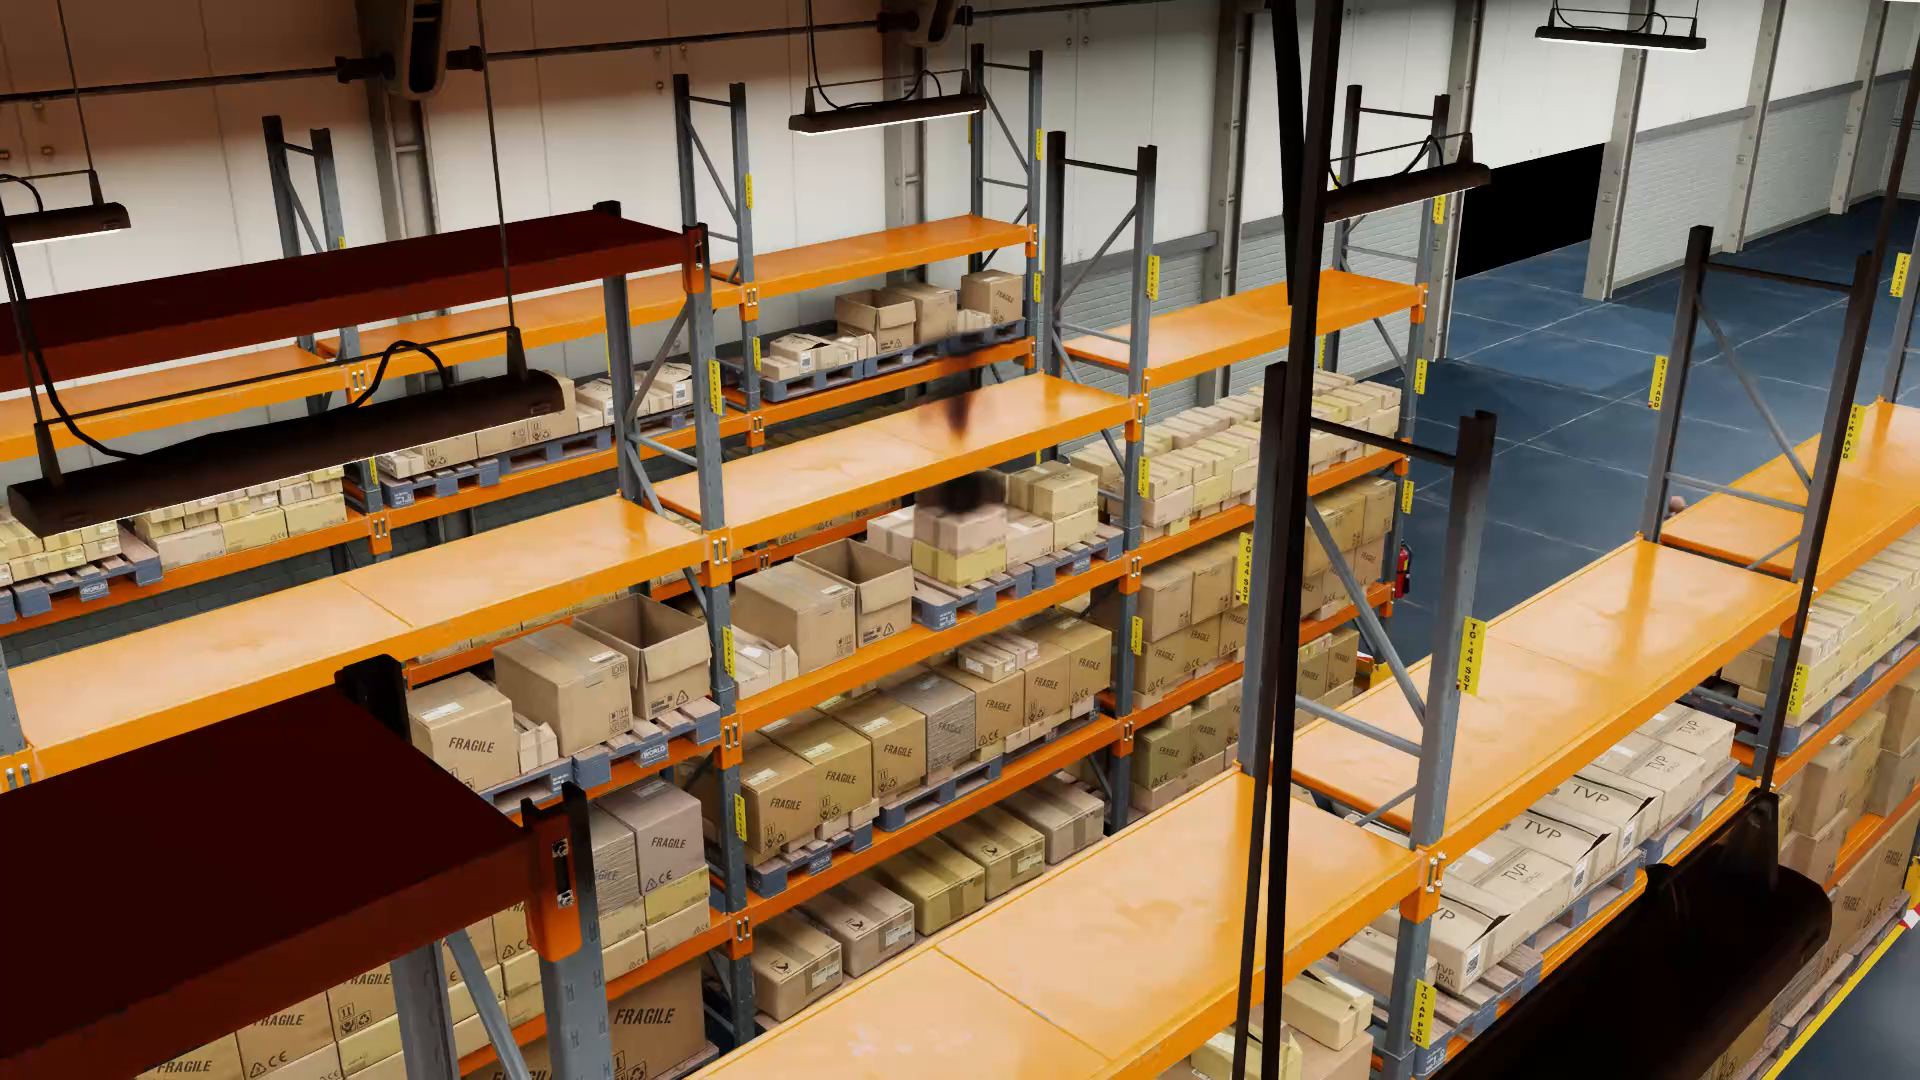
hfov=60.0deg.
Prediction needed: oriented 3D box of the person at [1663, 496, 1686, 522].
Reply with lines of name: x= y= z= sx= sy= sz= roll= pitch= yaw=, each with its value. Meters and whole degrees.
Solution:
person: x=7.532 y=0.493 z=17.694 sx=0.697 sy=1.583 sz=1.007 roll=4 pitch=23 yaw=10
